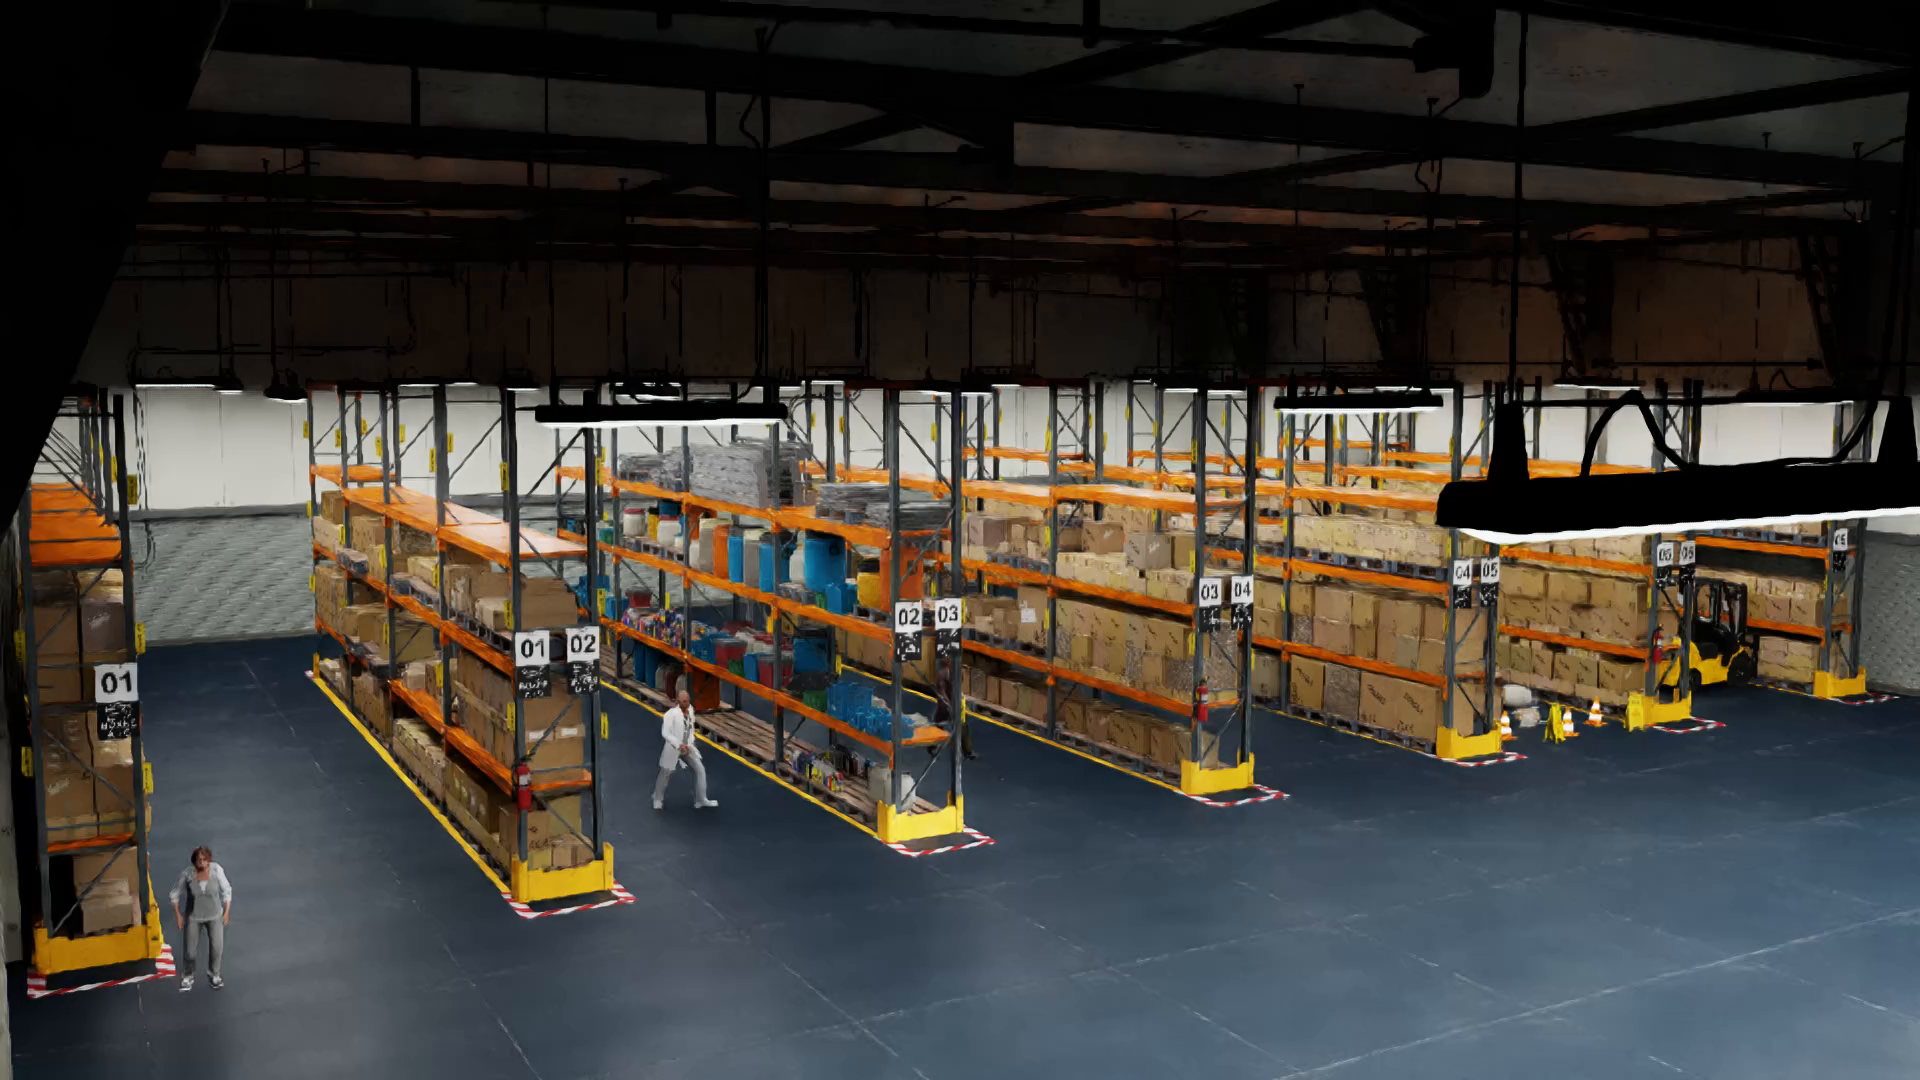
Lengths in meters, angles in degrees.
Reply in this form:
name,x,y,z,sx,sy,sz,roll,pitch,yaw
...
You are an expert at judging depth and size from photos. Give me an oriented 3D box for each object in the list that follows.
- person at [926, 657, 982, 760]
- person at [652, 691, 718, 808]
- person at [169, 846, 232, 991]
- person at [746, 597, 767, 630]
name,x,y,z,sx,sy,sz,roll,pitch,yaw
person,-0.135,2.744,26.529,0.577,1.515,1.086,-5,8,-38
person,-3.985,3.056,23.601,0.905,1.524,0.735,6,9,44
person,-7.632,3.796,16.742,0.566,1.539,0.519,-4,7,-31
person,-4.823,1.329,39.219,0.578,1.645,0.682,2,7,22
